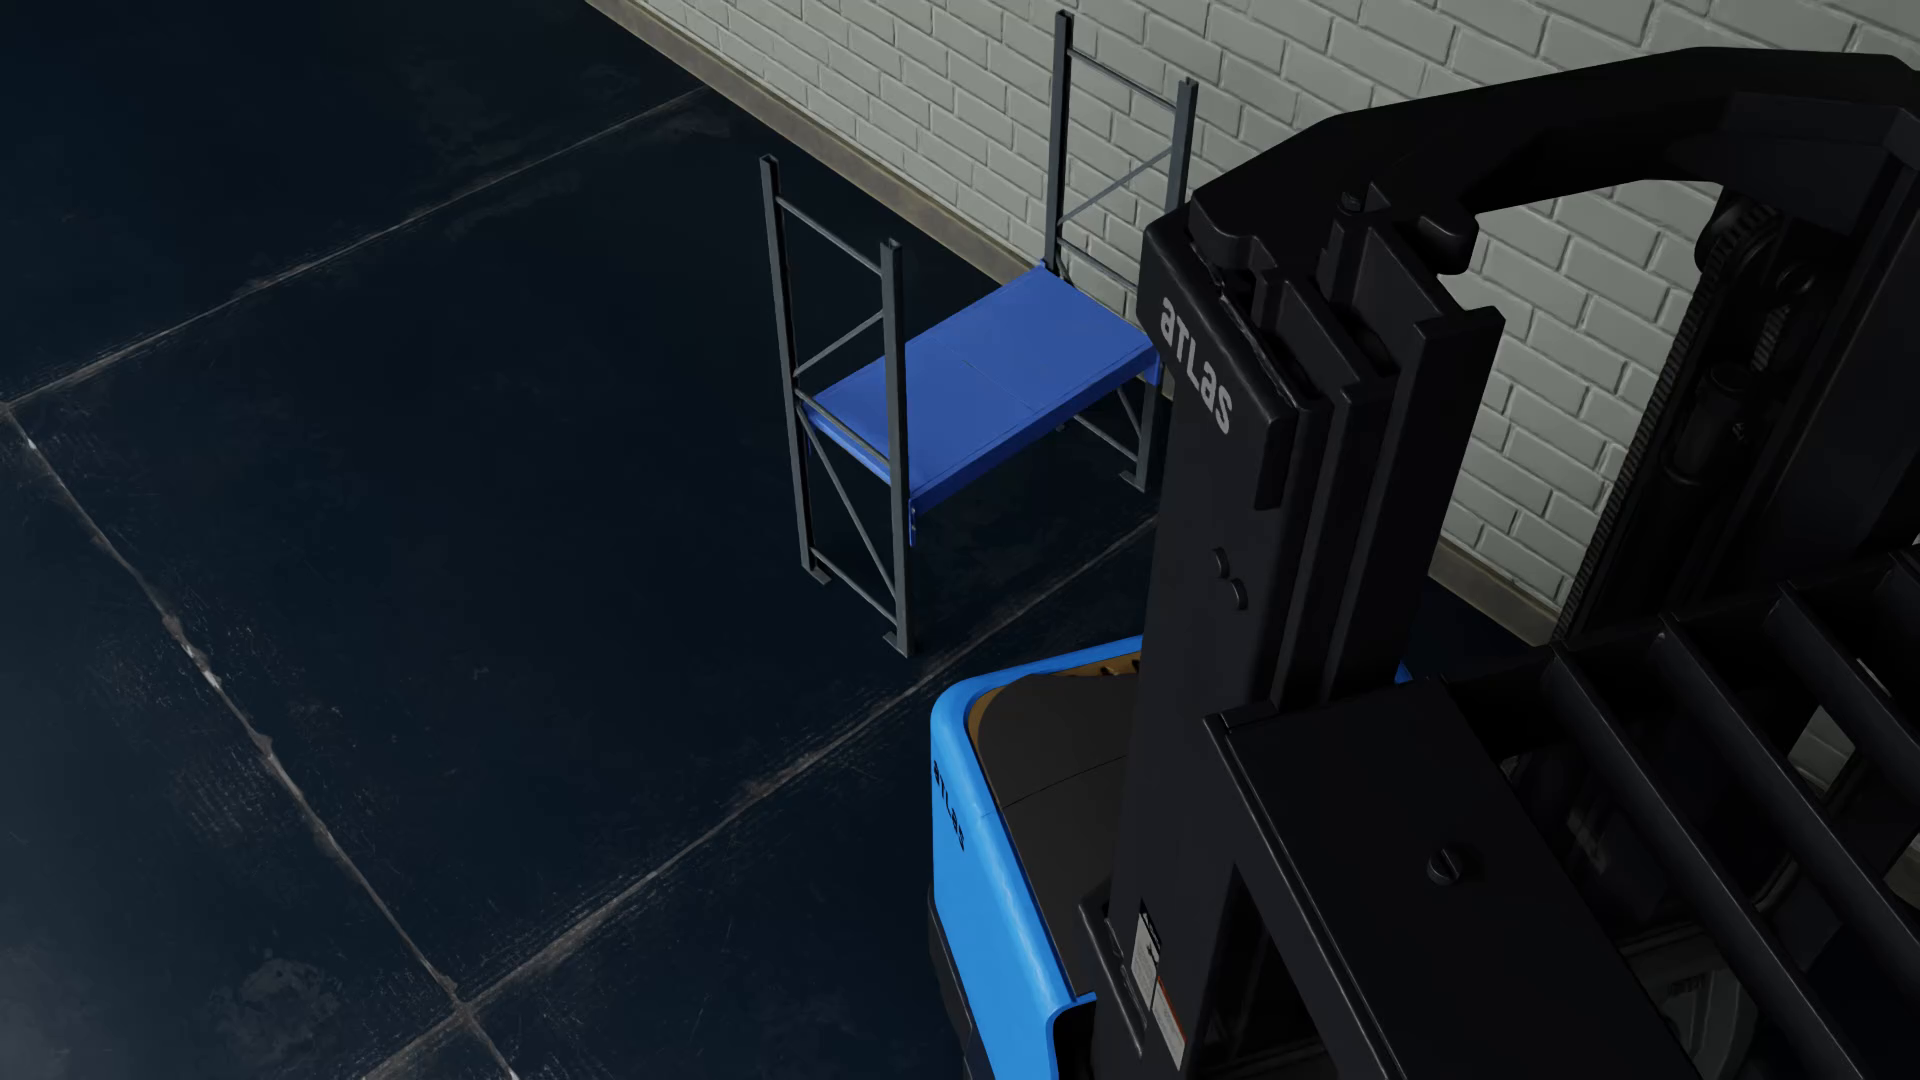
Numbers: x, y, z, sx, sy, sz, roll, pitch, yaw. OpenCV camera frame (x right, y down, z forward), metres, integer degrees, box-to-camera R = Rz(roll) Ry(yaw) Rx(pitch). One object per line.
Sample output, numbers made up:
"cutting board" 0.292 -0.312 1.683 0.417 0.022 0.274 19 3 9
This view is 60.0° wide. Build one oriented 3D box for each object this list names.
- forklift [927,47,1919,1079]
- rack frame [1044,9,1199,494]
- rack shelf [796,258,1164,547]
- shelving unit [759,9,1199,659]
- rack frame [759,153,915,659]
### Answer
"forklift" 0.855 0.970 2.361 1.130 2.935 3.031 -13 49 -12
"rack frame" 0.439 -0.802 4.970 0.032 1.500 0.500 -34 56 -27
"rack shelf" 0.063 -0.429 4.870 1.000 0.185 0.538 -34 56 -27
"shelving unit" 0.063 -0.551 4.738 1.048 1.500 0.538 -34 56 -27
"rack frame" -0.313 -0.299 4.506 0.032 1.500 0.500 -34 56 -27
